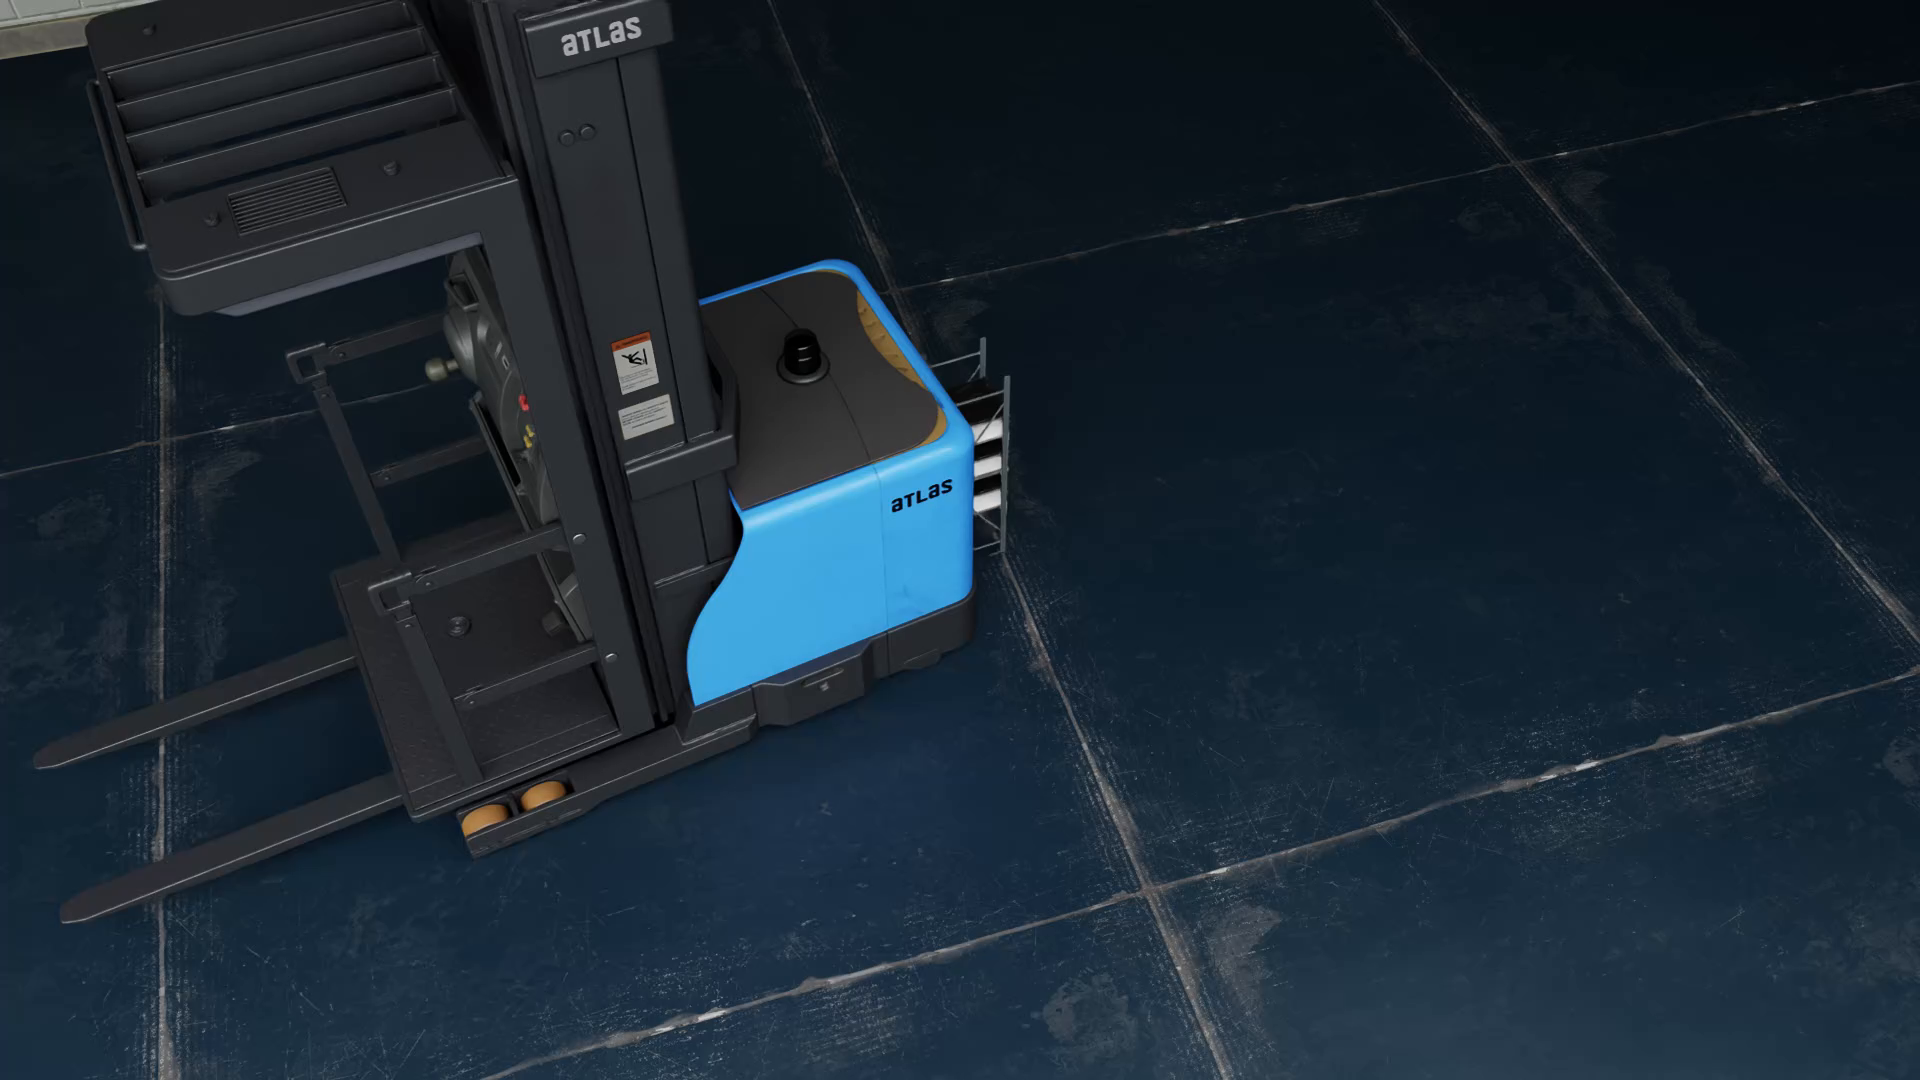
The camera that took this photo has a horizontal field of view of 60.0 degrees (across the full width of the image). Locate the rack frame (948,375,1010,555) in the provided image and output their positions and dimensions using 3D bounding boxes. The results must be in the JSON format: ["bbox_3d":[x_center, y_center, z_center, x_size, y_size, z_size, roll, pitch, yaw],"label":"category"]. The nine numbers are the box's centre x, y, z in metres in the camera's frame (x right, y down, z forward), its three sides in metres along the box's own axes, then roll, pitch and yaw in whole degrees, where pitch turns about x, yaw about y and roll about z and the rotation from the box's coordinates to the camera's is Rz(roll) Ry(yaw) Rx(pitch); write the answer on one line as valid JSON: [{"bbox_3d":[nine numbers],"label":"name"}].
[{"bbox_3d":[0.056,-0.218,5.843,0.240,0.900,0.006,-18,52,-14],"label":"rack frame"}]

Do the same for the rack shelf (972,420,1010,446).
[{"bbox_3d":[0.017,-0.385,5.793,0.258,0.077,0.200,-18,52,-14],"label":"rack shelf"}]

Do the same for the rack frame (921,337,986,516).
[{"bbox_3d":[-0.022,-0.361,5.965,0.240,0.900,0.006,-18,52,-14],"label":"rack frame"}]

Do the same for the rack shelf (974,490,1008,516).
[{"bbox_3d":[0.018,-0.151,6.066,0.258,0.077,0.200,-18,52,-14],"label":"rack shelf"}]

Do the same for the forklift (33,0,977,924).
[{"bbox_3d":[-1.493,-0.398,4.668,3.031,2.935,1.130,-21,53,-17],"label":"forklift"}]

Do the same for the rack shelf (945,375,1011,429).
[{"bbox_3d":[0.017,-0.444,5.725,0.258,0.077,0.200,-18,52,-14],"label":"rack shelf"}]

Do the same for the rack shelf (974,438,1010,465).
[{"bbox_3d":[0.017,-0.326,5.861,0.258,0.077,0.200,-18,52,-14],"label":"rack shelf"}]

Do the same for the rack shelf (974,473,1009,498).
[{"bbox_3d":[0.017,-0.209,5.998,0.258,0.077,0.200,-18,52,-14],"label":"rack shelf"}]

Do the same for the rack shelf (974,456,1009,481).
[{"bbox_3d":[0.017,-0.268,5.930,0.258,0.077,0.200,-18,52,-14],"label":"rack shelf"}]

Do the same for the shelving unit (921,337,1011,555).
[{"bbox_3d":[0.017,-0.290,5.904,0.258,0.900,0.210,-18,52,-14],"label":"shelving unit"}]
